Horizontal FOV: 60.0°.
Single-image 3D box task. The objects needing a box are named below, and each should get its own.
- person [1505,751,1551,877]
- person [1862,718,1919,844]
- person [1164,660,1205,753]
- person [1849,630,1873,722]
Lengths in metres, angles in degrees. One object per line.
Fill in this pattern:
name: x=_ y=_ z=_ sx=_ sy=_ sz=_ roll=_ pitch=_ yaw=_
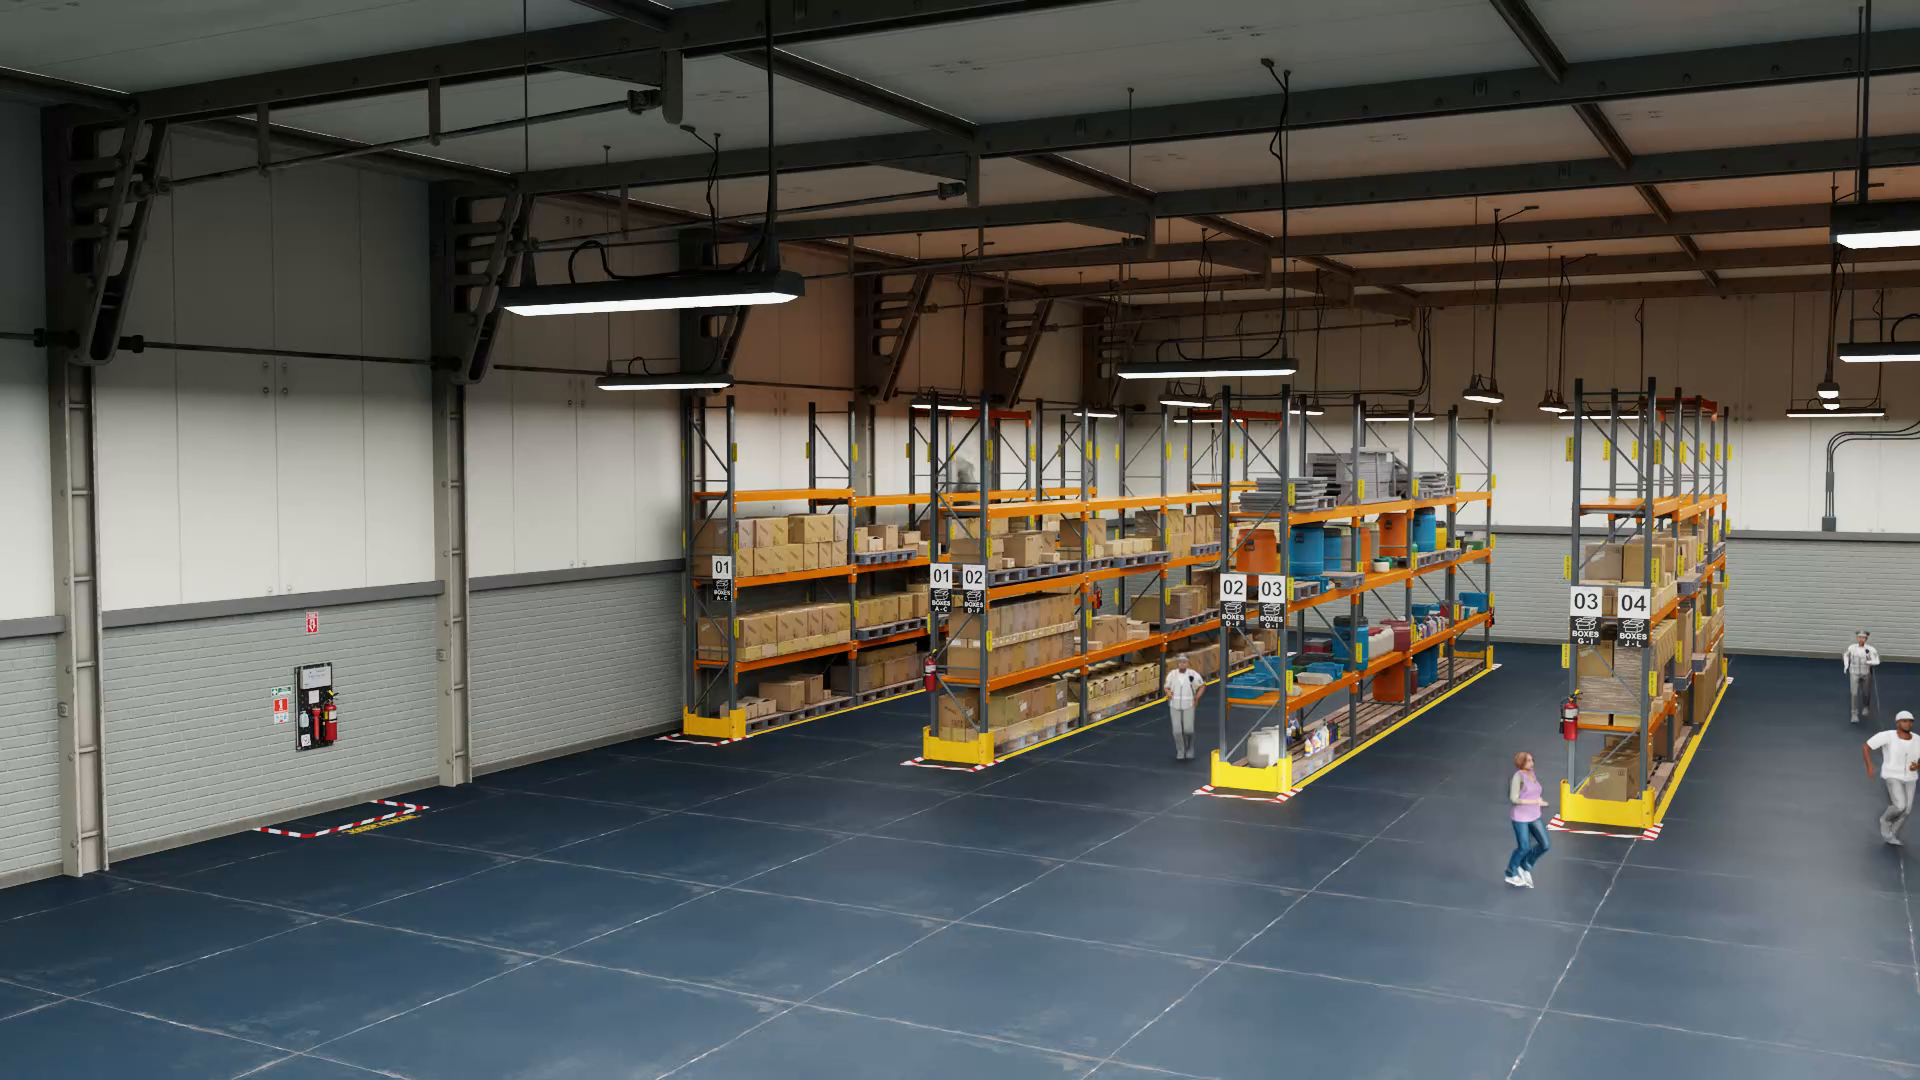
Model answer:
person: x=6.513 y=3.155 z=19.020 sx=0.517 sy=1.481 sz=0.596 roll=-2 pitch=4 yaw=-35
person: x=11.955 y=3.046 z=21.156 sx=0.701 sy=1.672 sz=0.600 roll=0 pitch=3 yaw=2
person: x=3.610 y=2.687 z=26.963 sx=0.649 sy=1.603 sz=0.610 roll=1 pitch=3 yaw=16
person: x=16.762 y=2.506 z=30.932 sx=0.390 sy=1.678 sz=0.922 roll=2 pitch=4 yaw=32
